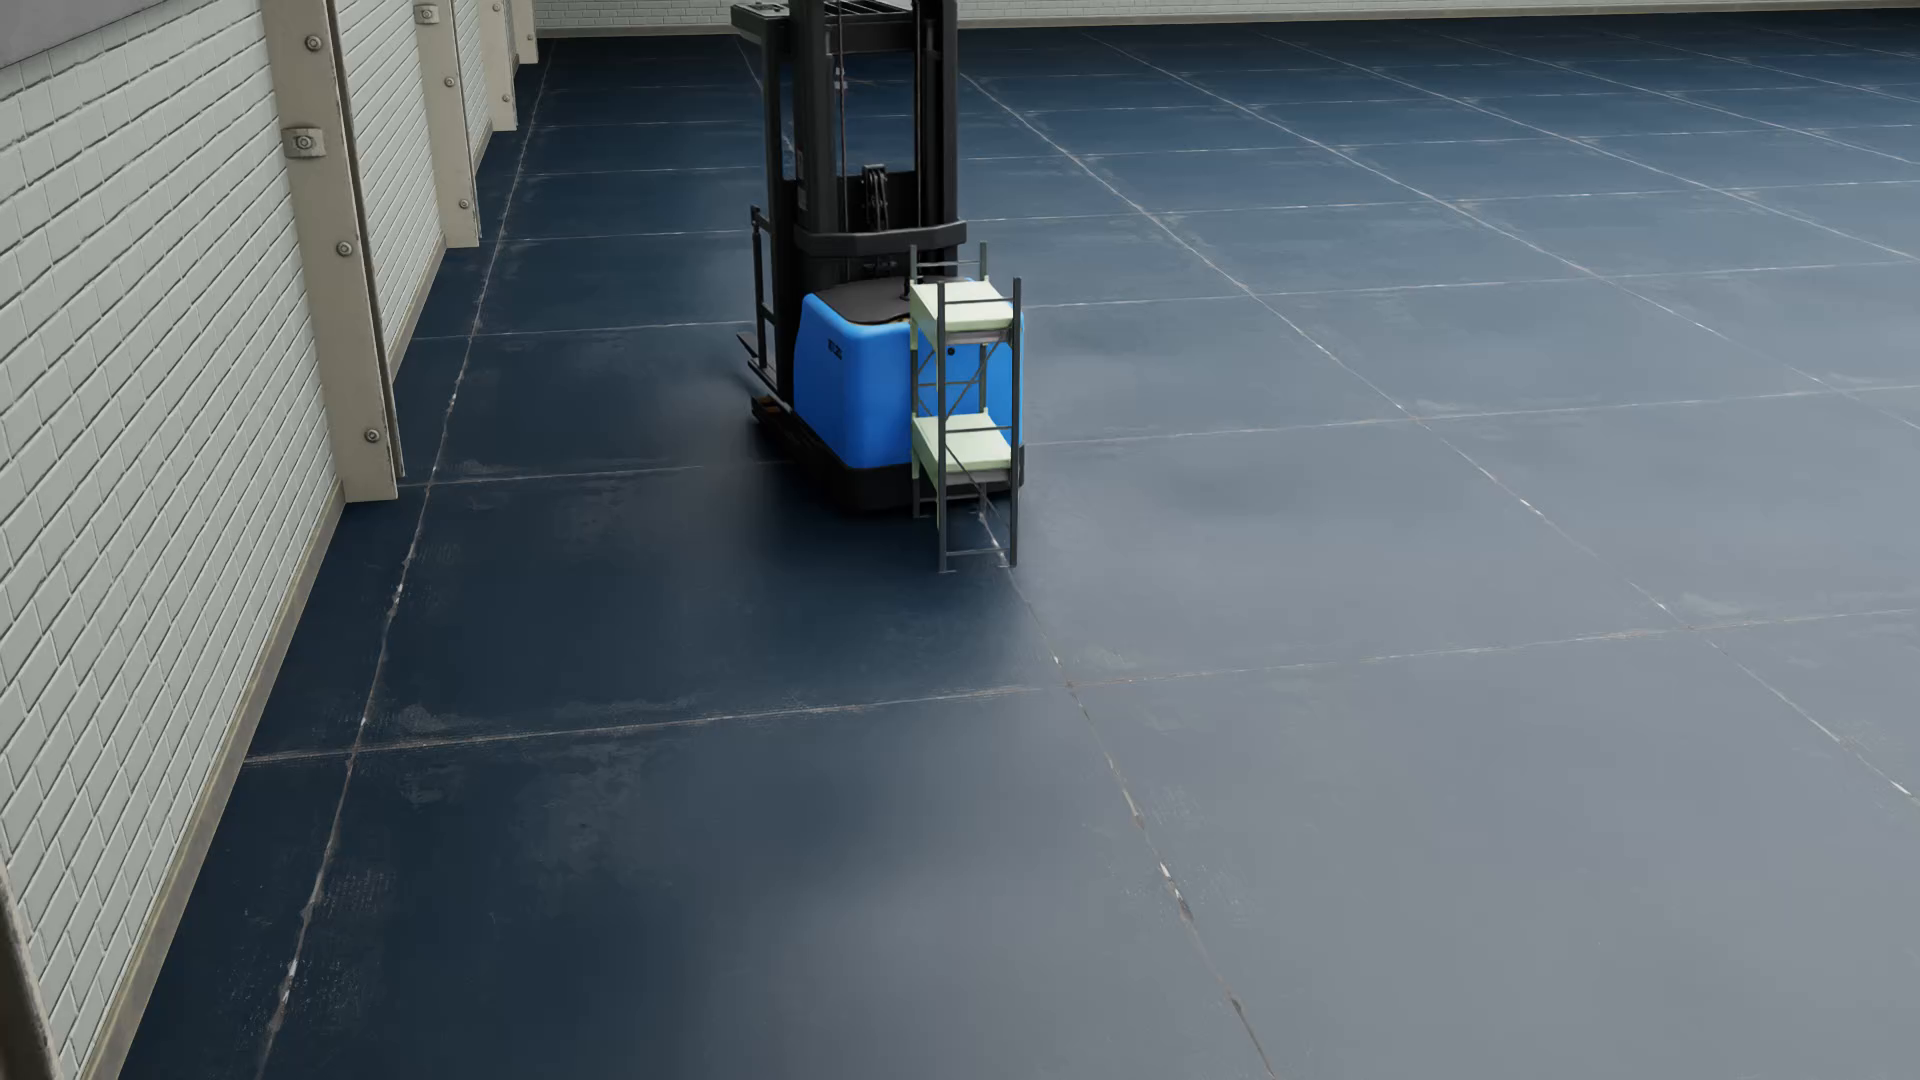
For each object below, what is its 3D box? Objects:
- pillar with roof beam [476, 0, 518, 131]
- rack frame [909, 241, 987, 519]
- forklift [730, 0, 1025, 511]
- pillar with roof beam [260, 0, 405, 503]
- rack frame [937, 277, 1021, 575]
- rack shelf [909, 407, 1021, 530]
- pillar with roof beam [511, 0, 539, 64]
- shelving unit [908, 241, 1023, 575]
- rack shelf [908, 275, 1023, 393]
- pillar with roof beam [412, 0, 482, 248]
[{"bbox_3d":[-1.318,-9.457,19.160,9.100,9.000,0.400,-4,24,-10],"label":"pillar with roof beam"},{"bbox_3d":[-0.059,-0.820,8.755,0.400,1.500,0.023,-5,24,-11],"label":"rack frame"},{"bbox_3d":[-0.661,-2.059,9.801,1.130,2.935,3.031,-9,25,-20],"label":"forklift"},{"bbox_3d":[0.901,-4.737,8.353,9.100,9.000,0.400,-4,24,-10],"label":"pillar with roof beam"},{"bbox_3d":[0.092,-0.534,8.098,0.400,1.500,0.023,-5,24,-11],"label":"rack frame"},{"bbox_3d":[0.016,-0.378,8.557,0.431,0.370,0.720,-5,24,-11],"label":"rack shelf"},{"bbox_3d":[-2.427,-11.817,24.564,9.100,9.000,0.400,-4,24,-10],"label":"pillar with roof beam"},{"bbox_3d":[0.016,-0.677,8.426,0.431,1.500,0.755,-5,24,-11],"label":"shelving unit"},{"bbox_3d":[0.016,-1.035,8.270,0.431,0.370,0.720,-5,24,-11],"label":"rack shelf"},{"bbox_3d":[-0.208,-7.097,13.757,9.100,9.000,0.400,-4,24,-10],"label":"pillar with roof beam"}]
